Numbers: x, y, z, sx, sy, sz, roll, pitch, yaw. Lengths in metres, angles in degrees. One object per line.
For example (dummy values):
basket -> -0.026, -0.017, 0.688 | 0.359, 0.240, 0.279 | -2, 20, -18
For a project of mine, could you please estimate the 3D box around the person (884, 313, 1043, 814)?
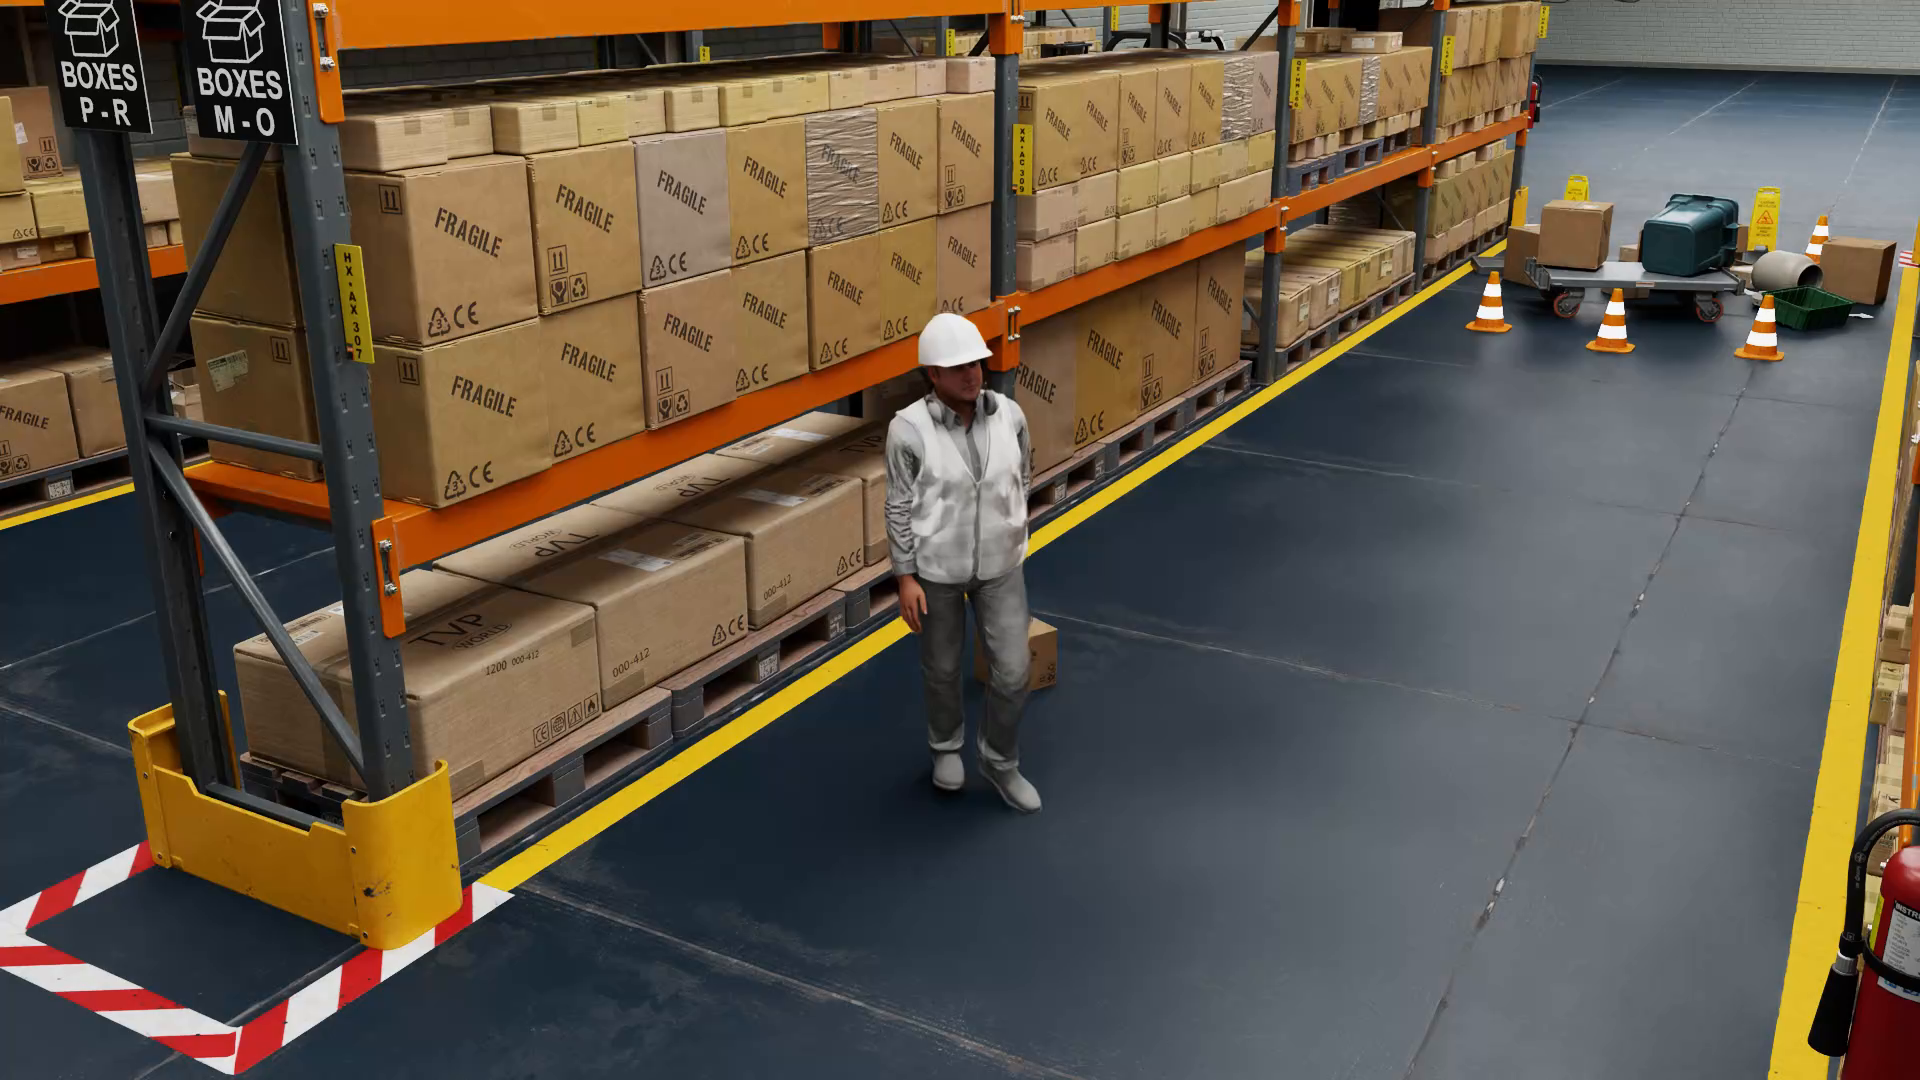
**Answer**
person -> -0.004, 0.086, 5.767 | 0.542, 1.797, 0.514 | -4, 20, -12
